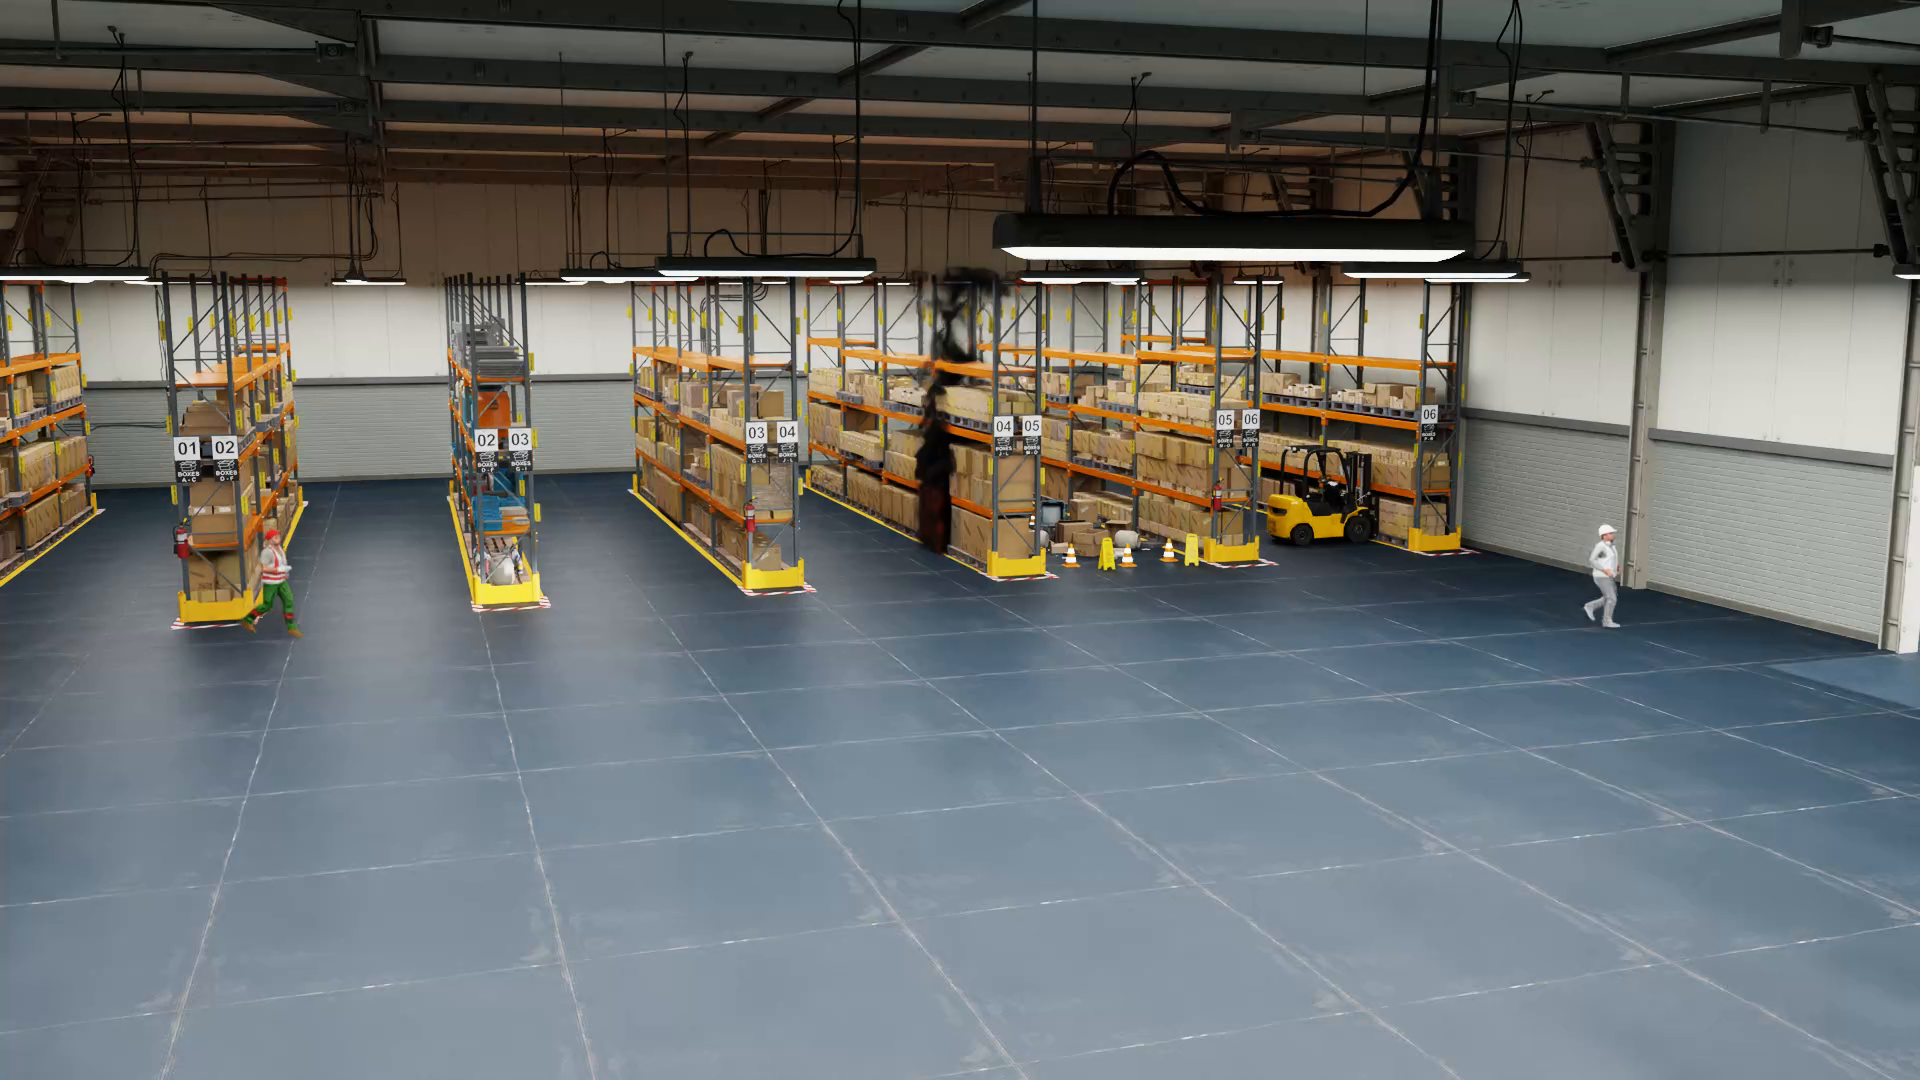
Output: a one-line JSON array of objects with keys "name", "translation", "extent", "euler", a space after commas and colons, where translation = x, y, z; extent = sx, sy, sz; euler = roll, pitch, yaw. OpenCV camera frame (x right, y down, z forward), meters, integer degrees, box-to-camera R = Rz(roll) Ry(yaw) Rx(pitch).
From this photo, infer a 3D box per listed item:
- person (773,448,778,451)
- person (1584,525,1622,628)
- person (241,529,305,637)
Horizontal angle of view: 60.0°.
[{"name": "person", "translation": [-5.304, -2.426, 48.793], "extent": [0.506, 1.654, 0.598], "euler": [-7, 11, -40]}, {"name": "person", "translation": [10.958, 0.607, 28.310], "extent": [0.675, 1.743, 0.683], "euler": [8, 12, 43]}, {"name": "person", "translation": [-11.337, 0.714, 27.414], "extent": [1.002, 1.803, 0.672], "euler": [2, 9, 11]}]
